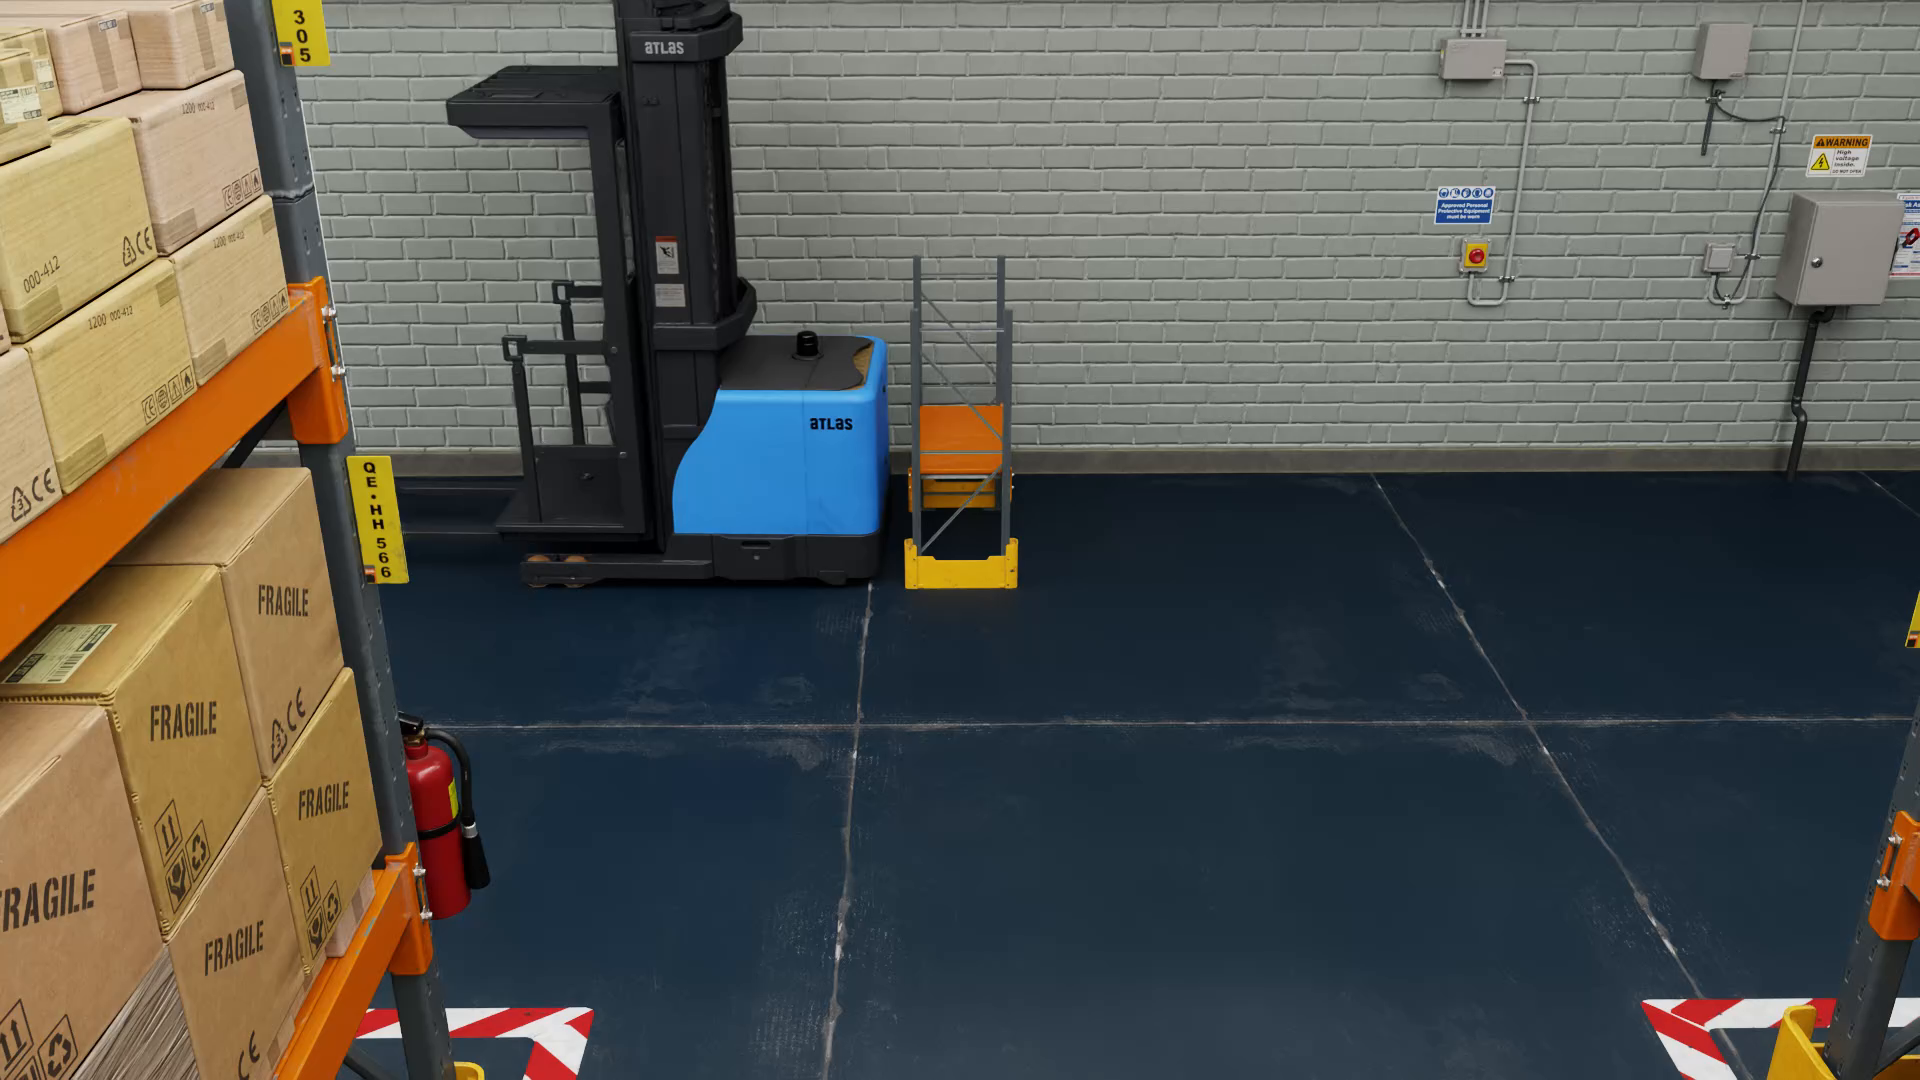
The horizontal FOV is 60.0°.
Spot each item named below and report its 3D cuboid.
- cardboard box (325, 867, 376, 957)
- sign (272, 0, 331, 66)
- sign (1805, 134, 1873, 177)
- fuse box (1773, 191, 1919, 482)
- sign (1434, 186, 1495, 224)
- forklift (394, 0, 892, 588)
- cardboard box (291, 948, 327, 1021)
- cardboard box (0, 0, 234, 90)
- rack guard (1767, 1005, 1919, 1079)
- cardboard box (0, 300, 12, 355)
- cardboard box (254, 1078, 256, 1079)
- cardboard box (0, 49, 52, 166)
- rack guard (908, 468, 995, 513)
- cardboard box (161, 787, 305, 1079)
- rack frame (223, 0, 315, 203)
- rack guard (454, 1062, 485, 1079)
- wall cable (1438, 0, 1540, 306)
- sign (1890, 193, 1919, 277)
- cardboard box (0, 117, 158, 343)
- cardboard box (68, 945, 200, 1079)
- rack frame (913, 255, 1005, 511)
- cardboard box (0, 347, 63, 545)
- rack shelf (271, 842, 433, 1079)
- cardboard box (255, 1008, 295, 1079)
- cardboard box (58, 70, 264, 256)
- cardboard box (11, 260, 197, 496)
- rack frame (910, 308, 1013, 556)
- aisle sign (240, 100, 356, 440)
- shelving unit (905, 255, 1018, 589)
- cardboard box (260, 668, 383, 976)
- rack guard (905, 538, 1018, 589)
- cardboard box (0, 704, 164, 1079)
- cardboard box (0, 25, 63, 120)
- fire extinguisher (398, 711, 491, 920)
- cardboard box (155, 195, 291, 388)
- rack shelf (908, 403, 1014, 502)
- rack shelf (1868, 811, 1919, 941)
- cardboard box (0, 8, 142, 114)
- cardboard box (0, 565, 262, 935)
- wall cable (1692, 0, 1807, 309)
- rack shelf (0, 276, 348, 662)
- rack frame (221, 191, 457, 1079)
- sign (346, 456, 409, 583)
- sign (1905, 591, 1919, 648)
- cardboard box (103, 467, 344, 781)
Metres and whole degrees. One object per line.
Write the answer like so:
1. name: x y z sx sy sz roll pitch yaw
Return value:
1. cardboard box: -1.641 0.868 3.996 0.380 0.149 0.250 0 24 0
2. sign: -1.372 -1.144 3.425 0.100 0.325 0.005 0 24 -1
3. sign: 4.981 -2.177 9.422 0.339 0.242 0.001 0 24 -1
4. fuse box: 5.039 -1.129 9.670 0.539 1.711 0.414 0 24 -1
5. sign: 2.888 -1.915 9.516 0.327 0.218 0.001 0 24 -1
6. forklift: -1.912 -1.301 8.570 3.031 2.935 1.130 1 24 1
7. cardboard box: -1.676 0.971 3.769 0.380 0.149 0.250 0 24 -1
8. cardboard box: -1.630 -0.952 3.166 0.380 0.149 0.250 0 24 -1
9. rack guard: 3.021 1.686 4.916 1.175 0.500 0.348 0 24 -1
10. cardboard box: -1.658 -0.295 2.198 0.500 0.250 0.500 0 24 0
11. cardboard box: -1.632 1.179 3.308 0.380 0.149 0.250 0 24 1
12. cardboard box: -1.610 -0.635 2.467 0.380 0.149 0.250 0 24 0
13. rack guard: -0.005 -0.288 9.583 0.587 0.250 0.087 0 24 -1
14. cardboard box: -1.664 0.836 3.280 0.500 0.500 0.500 -1 24 -1
15. rack frame: -1.927 -2.113 3.002 1.000 3.000 0.127 0 24 -1
16. rack guard: -1.926 1.791 4.684 1.175 0.500 0.348 0 24 -1
17. wall cable: 2.937 -2.244 9.301 0.585 1.953 0.123 0 24 -1
18. sign: 5.531 -1.760 9.618 0.329 0.494 0.001 0 24 -1
19. cardboard box: -1.661 -0.506 2.665 0.500 0.250 0.500 -1 24 -2
20. cardboard box: -1.649 1.045 2.818 0.500 0.500 0.500 0 24 0
21. rack frame: -0.005 -0.858 9.326 0.500 1.500 0.032 0 24 -1
22. cardboard box: -1.653 -0.077 2.322 0.500 0.250 0.500 1 24 2
23. rack shelf: -1.905 1.772 2.564 1.077 0.370 4.000 0 24 -1
24. cardboard box: -1.658 1.074 3.540 0.380 0.149 0.250 0 24 -1
25. cardboard box: -1.668 -0.717 3.131 0.500 0.250 0.500 -1 24 -2
26. cardboard box: -1.645 -0.281 2.774 0.500 0.250 0.500 0 24 0
27. rack frame: 0.006 -0.439 8.400 0.500 1.500 0.032 0 24 -1
28. aisle sign: -1.628 -0.595 3.772 0.394 0.787 0.004 0 24 -1
29. shelving unit: 0.001 -0.652 8.871 0.587 1.500 1.083 0 24 -1
30. cardboard box: -1.665 0.623 3.749 0.500 0.500 0.500 0 24 1
31. rack guard: 0.006 0.123 8.675 0.587 0.250 0.087 0 24 -1
32. cardboard box: -1.653 0.594 2.600 0.500 0.500 0.500 1 24 2
33. cardboard box: -1.721 -0.744 2.706 0.380 0.149 0.250 -1 24 -2
34. fire extinguisher: -1.468 0.720 4.565 0.296 0.674 0.183 0 24 -1
35. cardboard box: -1.657 -0.492 3.239 0.500 0.250 0.500 -1 24 -2
36. rack shelf: 0.001 -0.484 8.937 0.538 0.185 1.000 0 24 -1
37. rack shelf: 3.043 1.709 2.705 1.077 0.370 4.000 0 24 -1
38. cardboard box: -1.703 -0.850 2.940 0.380 0.149 0.250 0 24 0
39. cardboard box: -1.668 0.380 3.074 0.500 0.500 0.500 -1 24 -2
40. wall cable: 4.355 -2.241 9.332 0.588 1.984 0.122 0 24 -1
41. rack shelf: -1.905 0.406 1.946 1.077 0.370 4.000 0 24 -1
42. rack frame: -1.927 0.621 4.238 1.000 3.000 0.127 0 24 -1
43. sign: -1.372 -0.045 3.922 0.100 0.325 0.005 0 24 -1
44. sign: 2.467 0.126 4.184 0.100 0.325 0.005 0 24 -1
45. cardboard box: -1.673 0.171 3.536 0.500 0.500 0.500 -1 24 -2
